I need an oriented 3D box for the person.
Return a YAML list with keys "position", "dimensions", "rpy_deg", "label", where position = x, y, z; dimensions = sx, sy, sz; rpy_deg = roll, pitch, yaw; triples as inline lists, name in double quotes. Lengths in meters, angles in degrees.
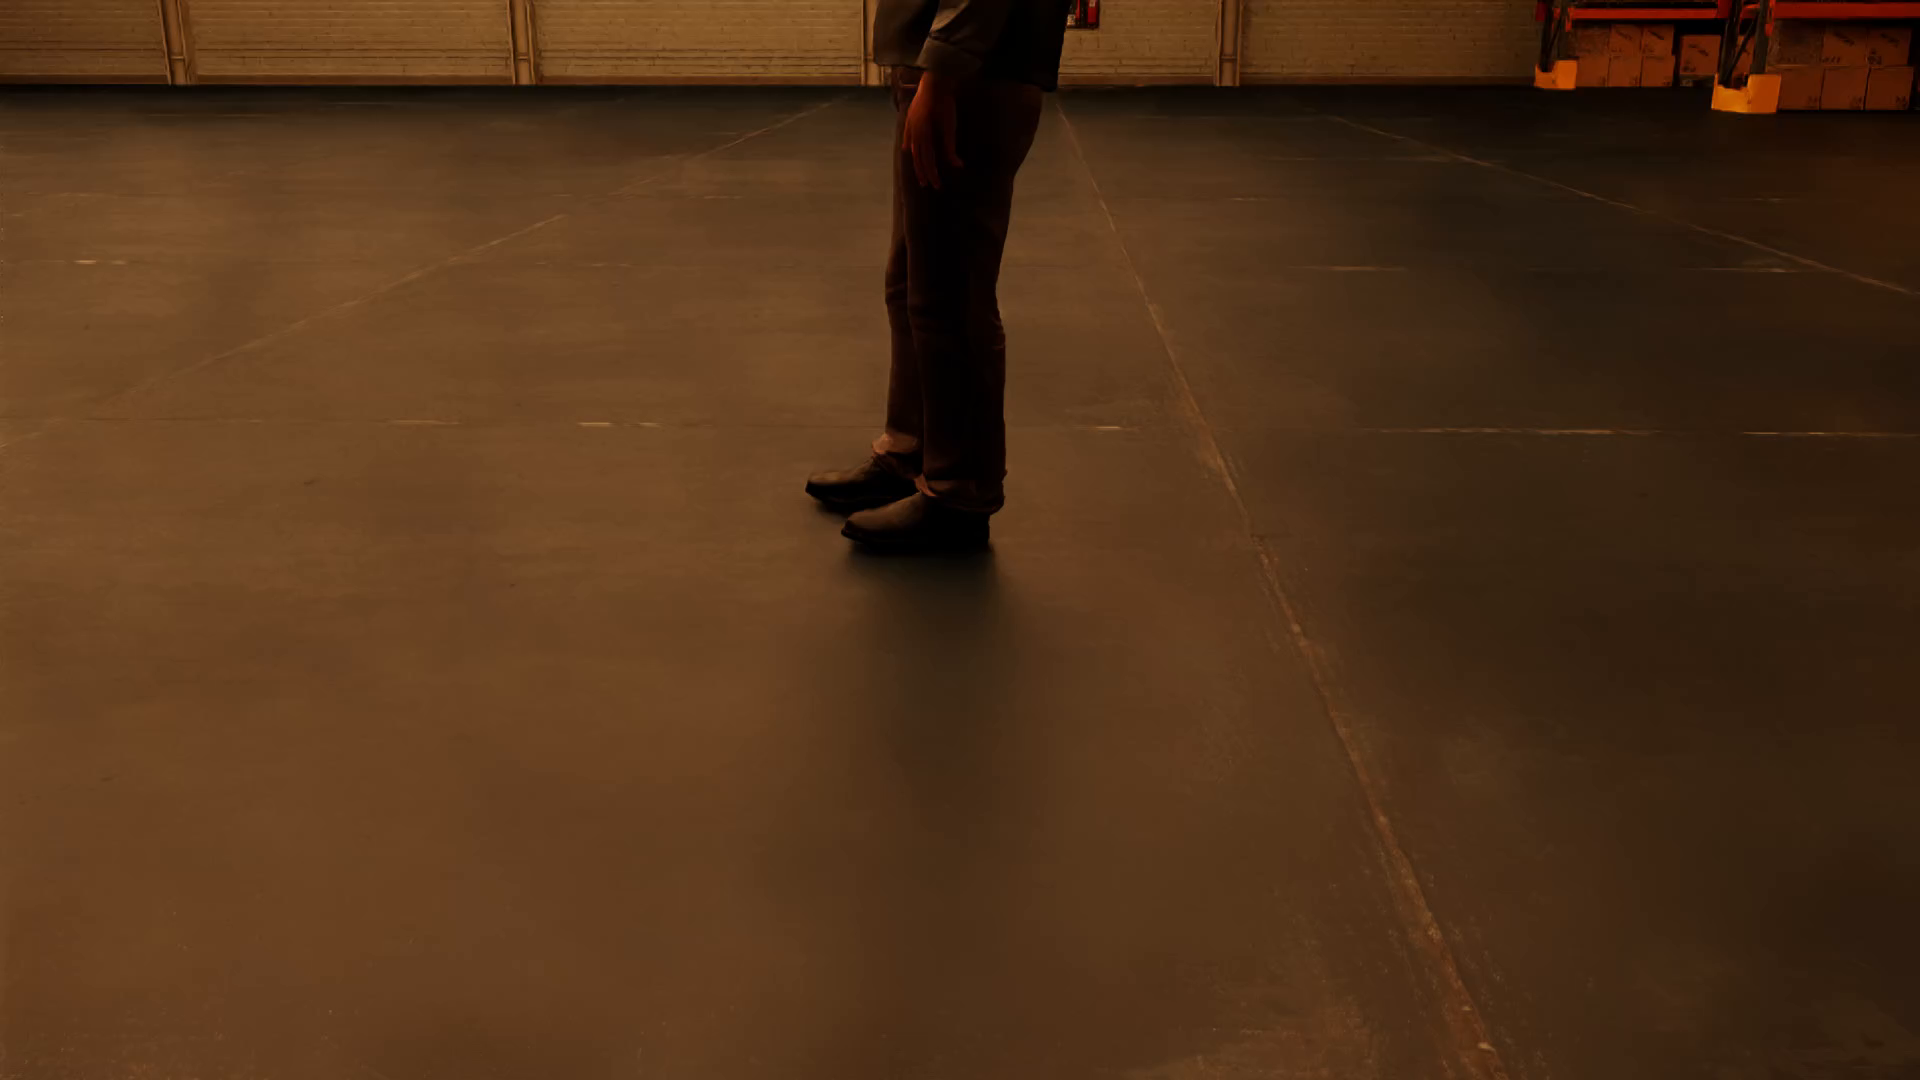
- position: [-0.062, -0.832, 3.124]
  dimensions: [0.567, 1.720, 0.632]
  rpy_deg: [1, 17, 2]
  label: "person"
